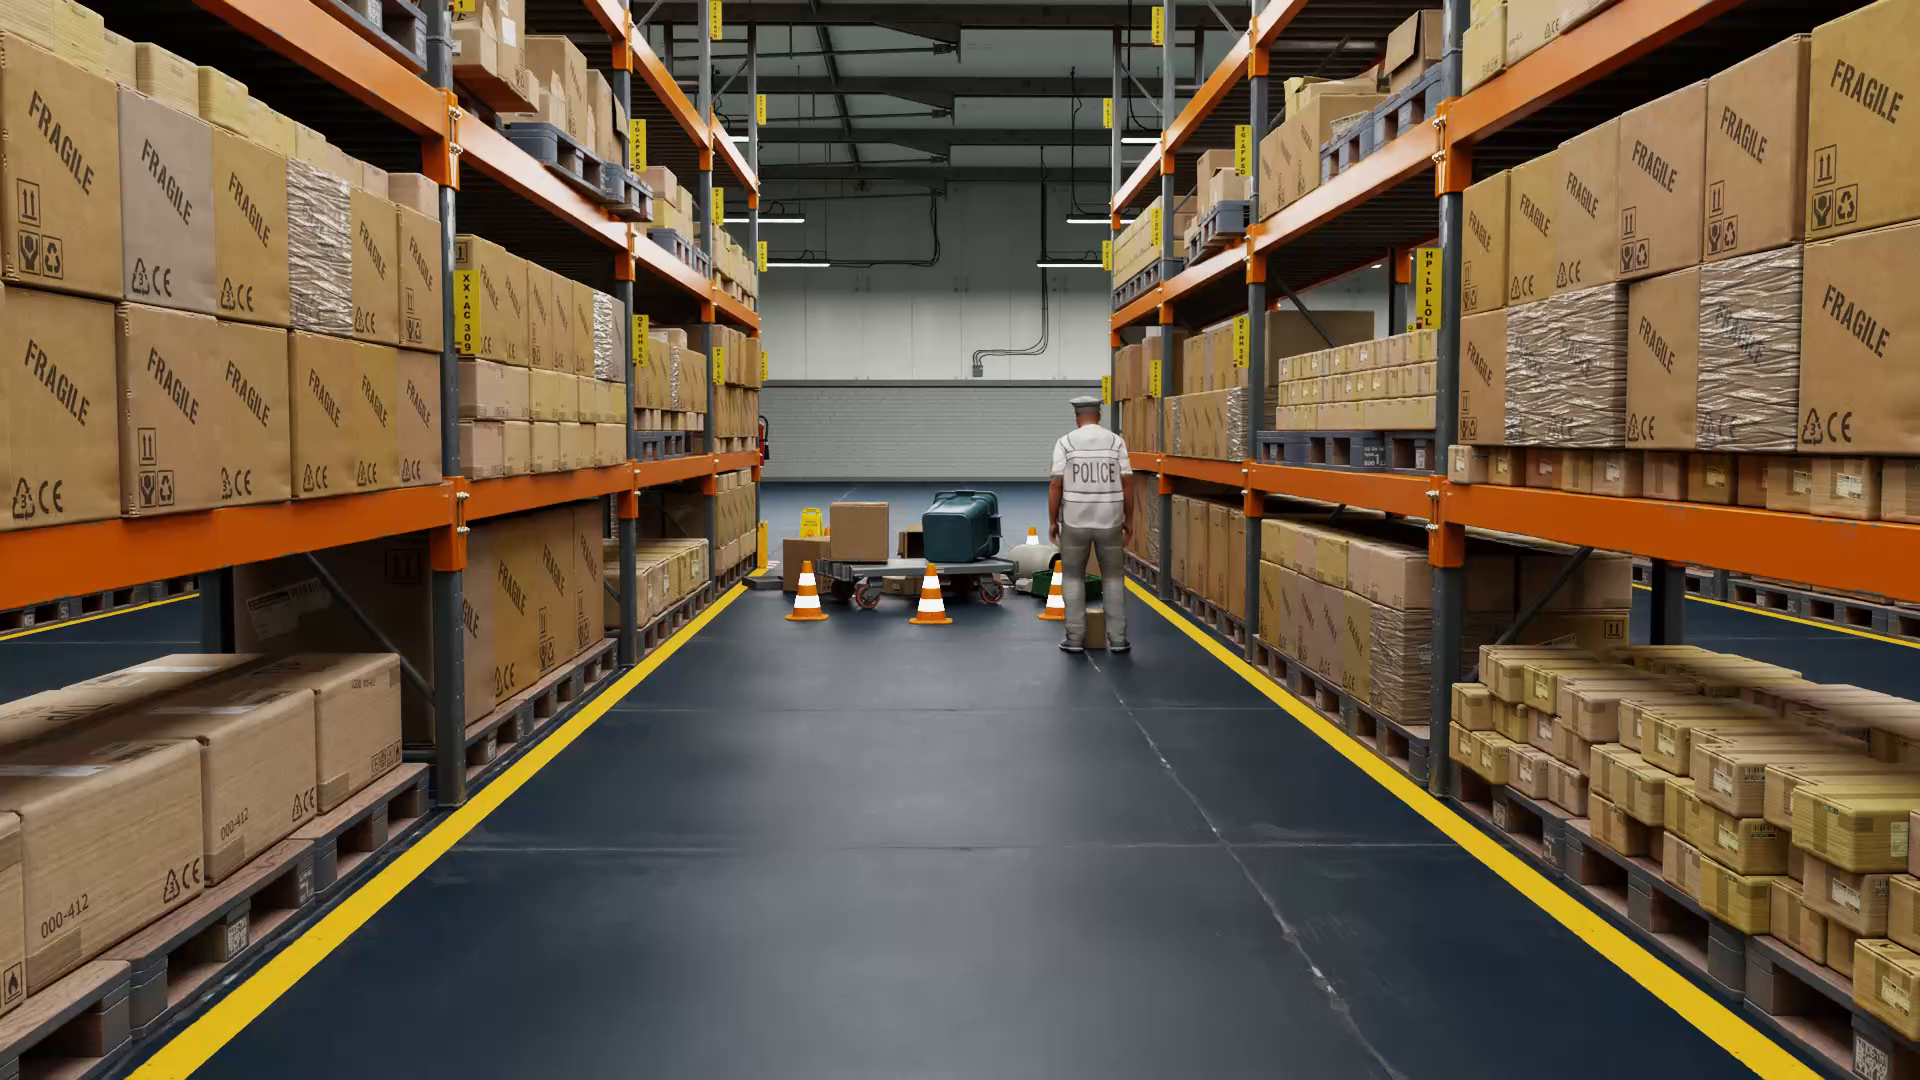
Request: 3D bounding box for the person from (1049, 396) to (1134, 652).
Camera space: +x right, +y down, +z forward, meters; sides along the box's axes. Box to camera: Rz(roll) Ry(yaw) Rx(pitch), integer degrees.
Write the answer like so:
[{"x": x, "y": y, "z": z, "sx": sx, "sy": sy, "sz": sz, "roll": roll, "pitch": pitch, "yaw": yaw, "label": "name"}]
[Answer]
[{"x": 0.900, "y": -0.110, "z": 11.366, "sx": 0.588, "sy": 1.748, "sz": 0.434, "roll": 0, "pitch": 4, "yaw": -2, "label": "person"}]
